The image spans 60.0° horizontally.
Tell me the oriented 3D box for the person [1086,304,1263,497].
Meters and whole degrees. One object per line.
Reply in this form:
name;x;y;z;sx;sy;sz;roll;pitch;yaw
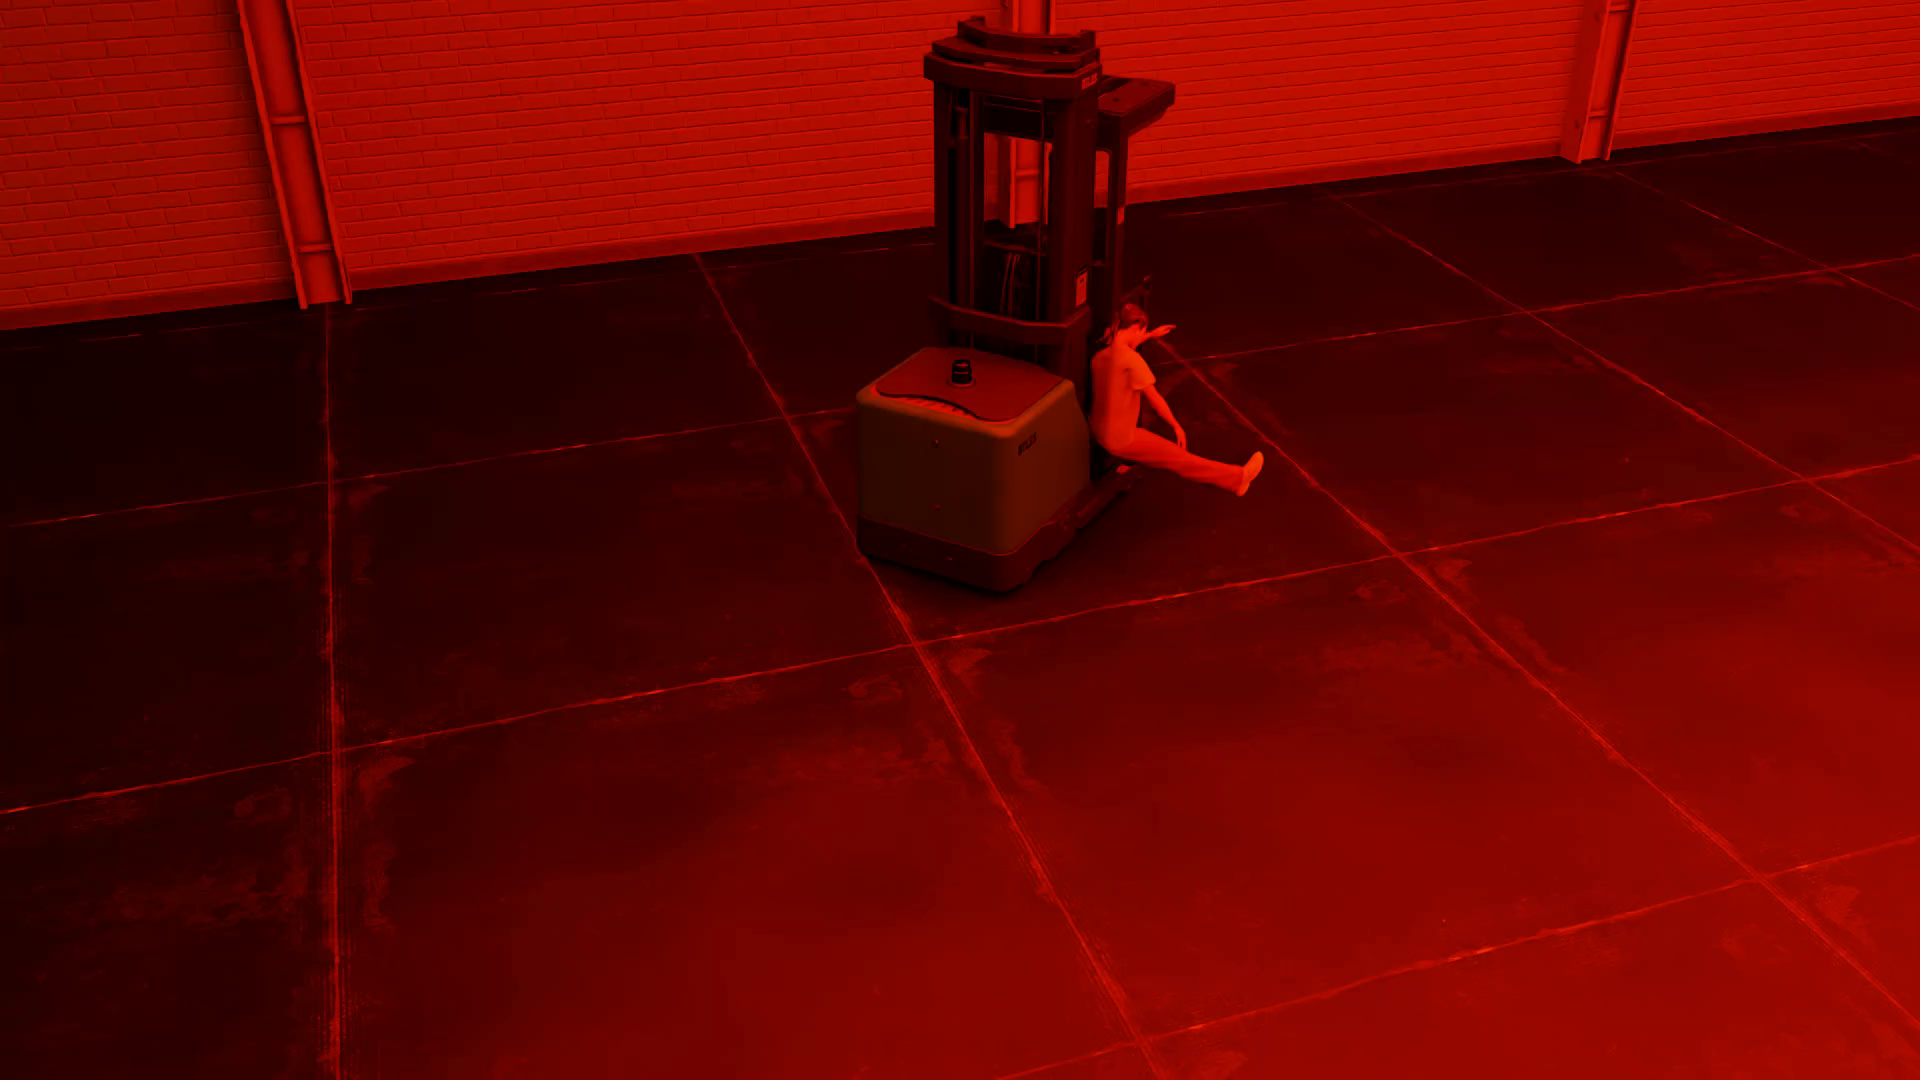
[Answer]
person;1.134;-0.813;10.086;1.158;1.307;0.925;-14;33;-23

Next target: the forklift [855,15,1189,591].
forklift;0.562;-1.683;10.012;1.130;2.935;3.031;16;34;25
